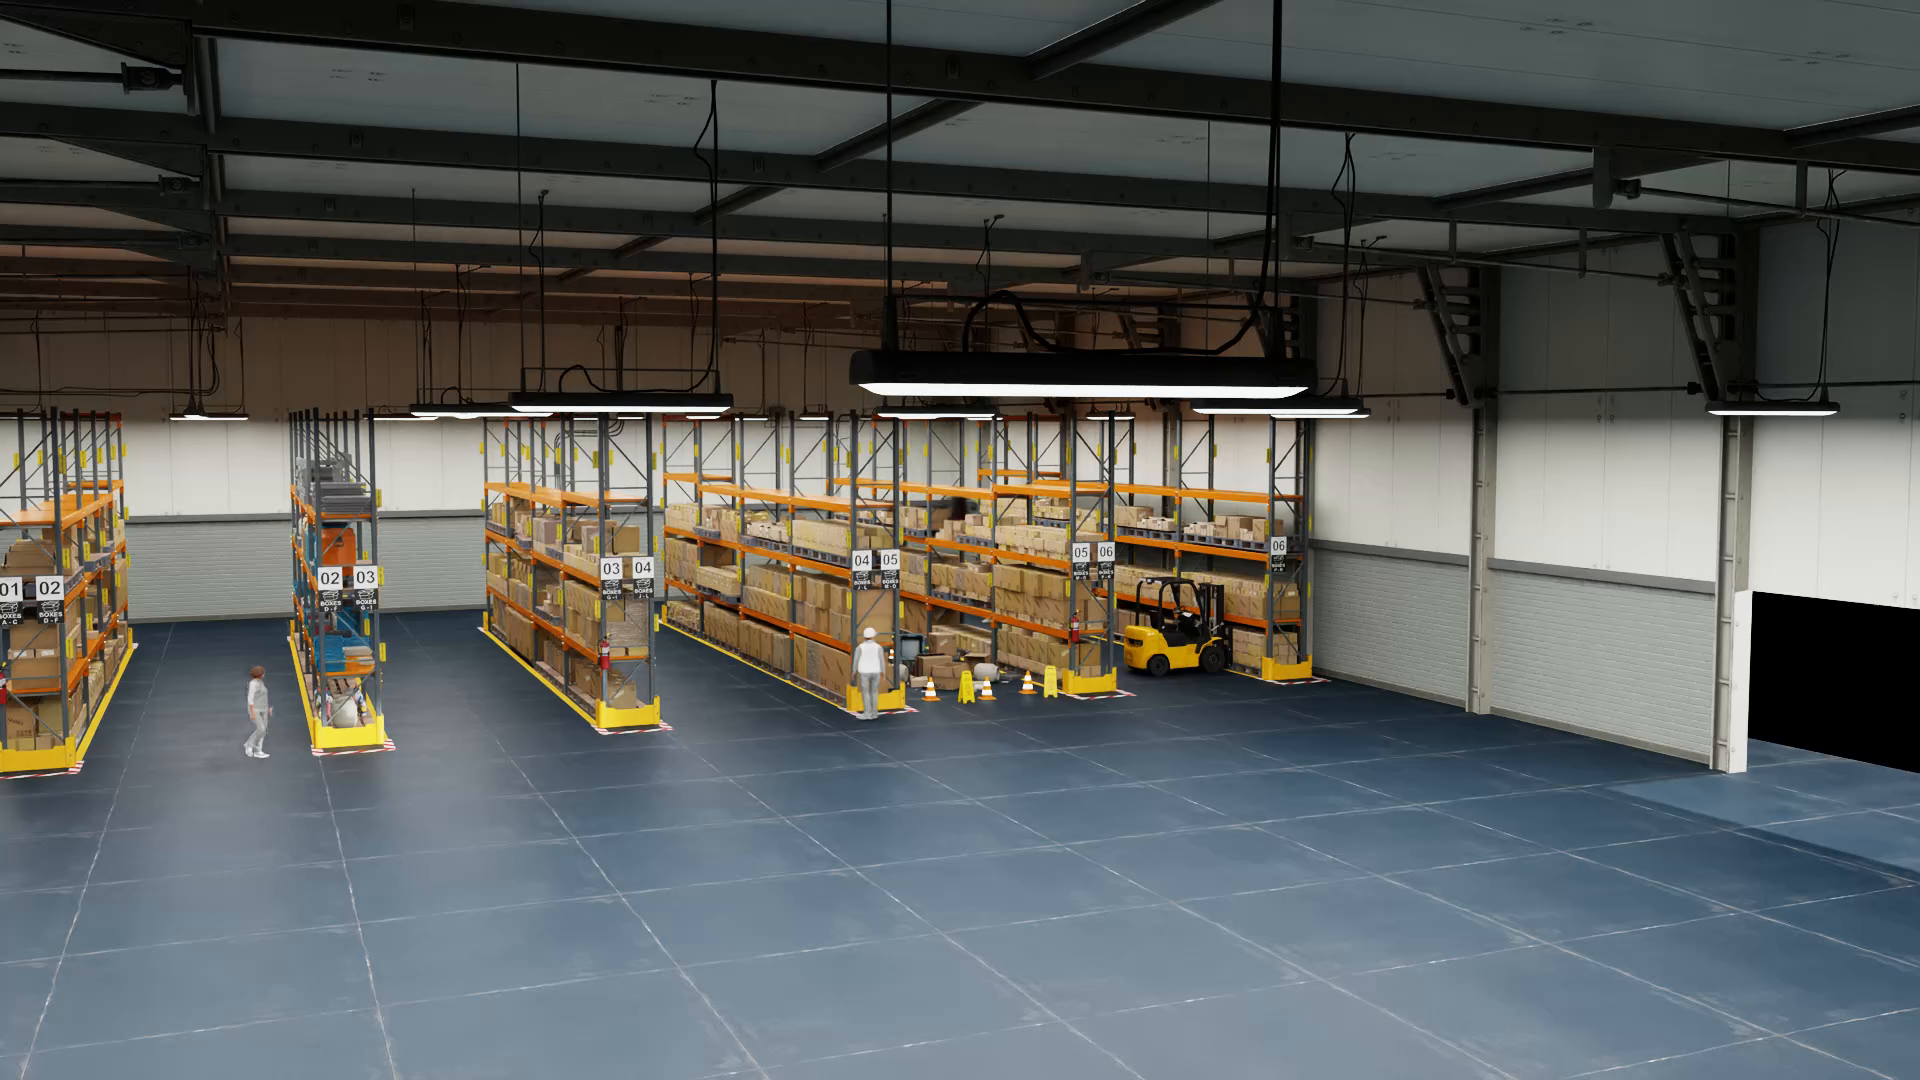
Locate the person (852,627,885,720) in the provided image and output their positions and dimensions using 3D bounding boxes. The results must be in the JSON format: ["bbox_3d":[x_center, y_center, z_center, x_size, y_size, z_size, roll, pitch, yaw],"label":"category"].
[{"bbox_3d":[-1.769,2.582,32.201,0.618,1.792,0.369,-1,4,-16],"label":"person"}]

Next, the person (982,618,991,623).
[{"bbox_3d":[0.806,1.488,47.897,0.689,1.768,0.612,-2,5,-31],"label":"person"}]

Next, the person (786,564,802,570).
[{"bbox_3d":[-4.995,1.316,50.372,0.403,1.783,0.640,3,5,36],"label":"person"}]

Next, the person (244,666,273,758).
[{"bbox_3d":[-11.968,2.931,28.360,0.436,1.589,0.501,1,4,14],"label":"person"}]
